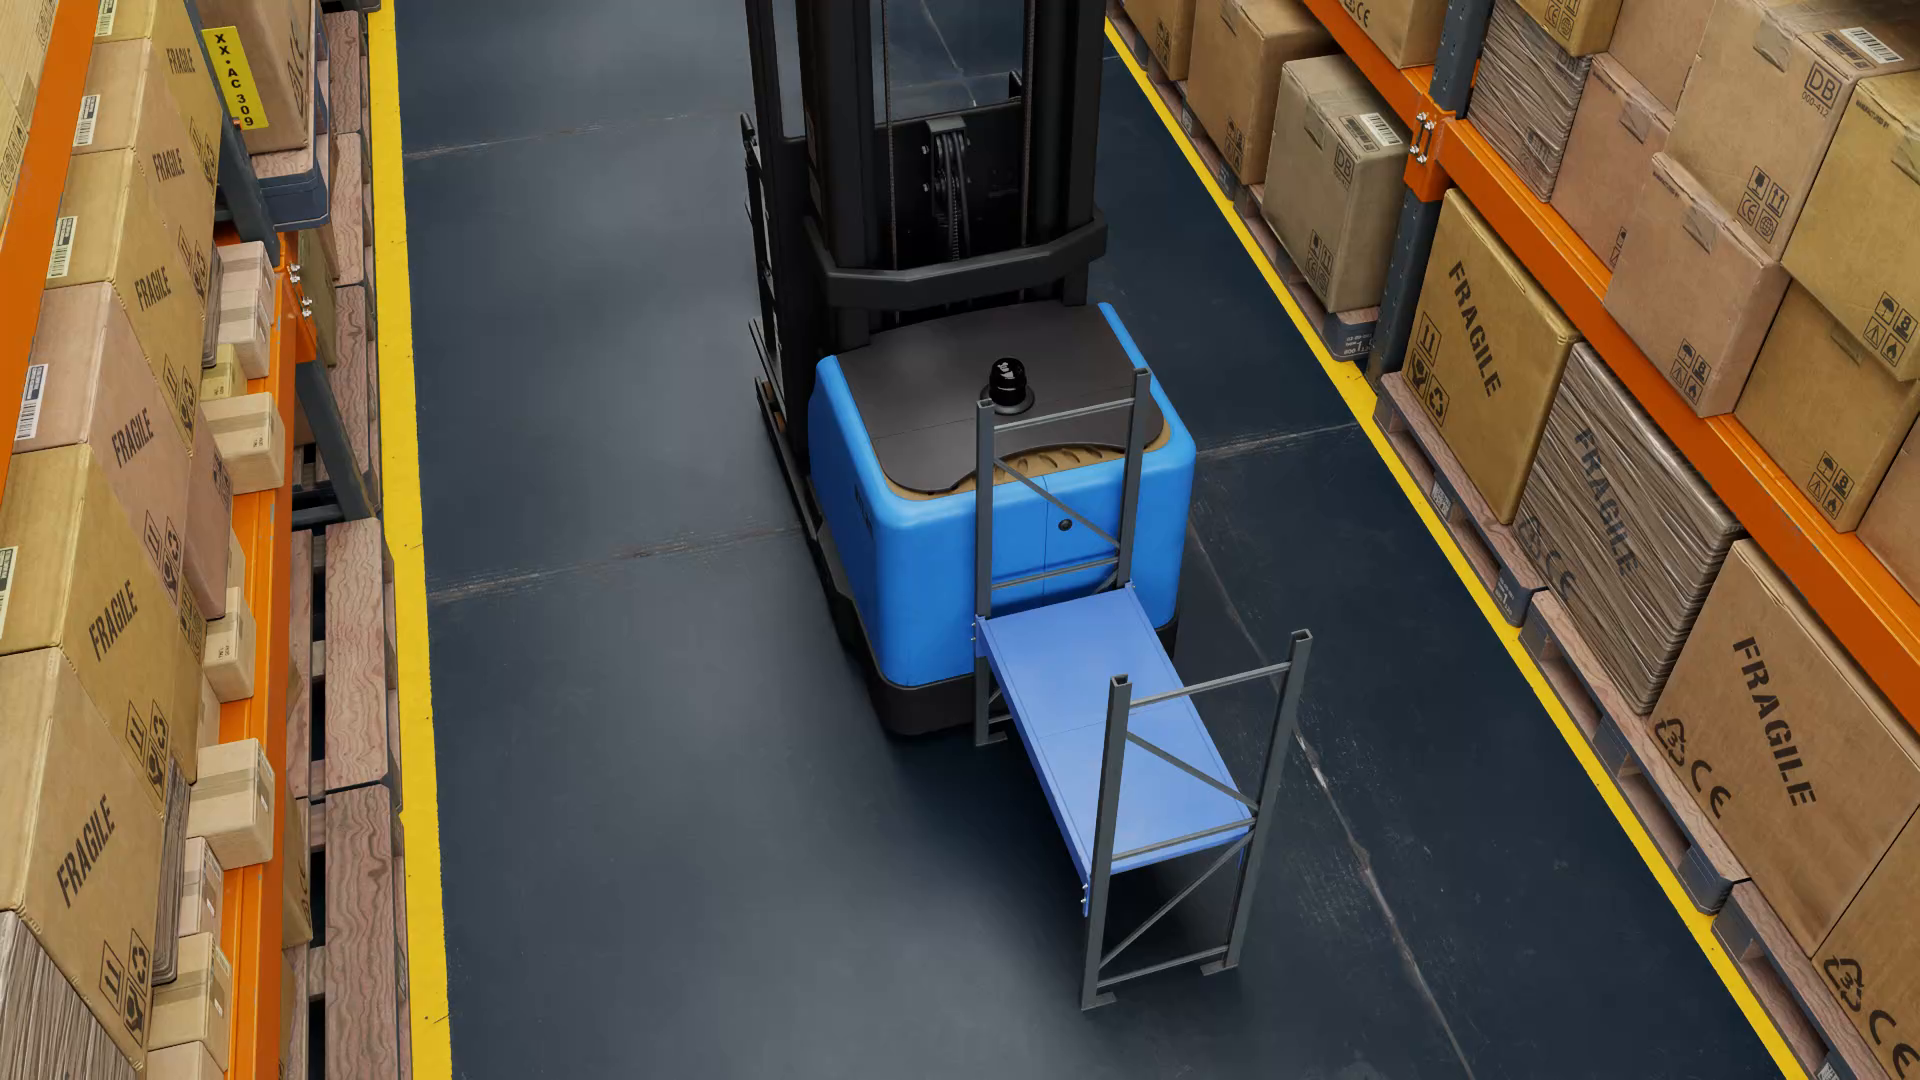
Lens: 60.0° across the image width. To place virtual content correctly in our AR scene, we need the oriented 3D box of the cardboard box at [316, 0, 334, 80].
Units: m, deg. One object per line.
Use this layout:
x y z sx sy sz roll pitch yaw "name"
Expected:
-3.477 -2.520 8.062 0.700 0.500 0.500 -13 47 -12 "cardboard box"

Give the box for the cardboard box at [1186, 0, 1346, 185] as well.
1.688 -2.214 7.601 1.050 0.750 0.750 -11 47 -10 "cardboard box"

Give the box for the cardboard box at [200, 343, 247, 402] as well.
-2.244 -0.398 4.716 0.380 0.149 0.250 -11 47 -10 "cardboard box"

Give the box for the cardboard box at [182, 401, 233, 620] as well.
-2.269 -0.077 3.947 0.875 0.500 0.500 -11 47 -10 "cardboard box"

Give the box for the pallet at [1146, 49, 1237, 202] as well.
1.591 -2.162 8.221 1.003 0.211 1.213 -11 47 -10 "pallet"

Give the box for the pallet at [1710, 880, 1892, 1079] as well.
2.921 1.424 4.706 1.003 0.211 1.213 -11 47 -10 "pallet"

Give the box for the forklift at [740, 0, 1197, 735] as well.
-0.186 -1.452 5.621 1.130 2.935 3.031 -13 47 -12 "forklift"

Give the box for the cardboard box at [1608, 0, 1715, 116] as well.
2.491 -1.587 4.844 0.875 0.550 0.550 -11 47 -10 "cardboard box"

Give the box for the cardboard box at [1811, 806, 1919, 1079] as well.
2.963 1.127 4.239 0.875 0.875 0.875 -10 47 -10 "cardboard box"

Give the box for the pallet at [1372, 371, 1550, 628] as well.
2.296 -0.260 6.357 1.003 0.211 1.213 -11 47 -10 "pallet"

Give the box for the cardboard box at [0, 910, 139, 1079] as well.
-1.497 0.904 2.285 0.500 0.500 0.500 -11 47 -10 "cardboard box"

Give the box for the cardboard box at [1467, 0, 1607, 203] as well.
2.283 -1.576 5.589 0.875 0.550 0.550 -11 47 -10 "cardboard box"

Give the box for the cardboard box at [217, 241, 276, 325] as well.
-2.304 -0.756 5.066 0.380 0.149 0.250 -11 47 -10 "cardboard box"

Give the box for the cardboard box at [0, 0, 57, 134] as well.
-2.015 -0.956 3.091 0.500 0.250 0.500 -11 47 -11 "cardboard box"

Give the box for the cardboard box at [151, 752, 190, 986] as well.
-2.064 0.623 3.261 0.875 0.500 0.500 -11 47 -10 "cardboard box"

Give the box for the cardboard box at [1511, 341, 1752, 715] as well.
2.505 -0.110 5.451 0.875 0.875 0.875 -10 46 -10 "cardboard box"

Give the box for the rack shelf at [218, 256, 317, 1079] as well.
-2.132 0.694 3.973 1.077 0.370 4.000 -11 47 -10 "rack shelf"

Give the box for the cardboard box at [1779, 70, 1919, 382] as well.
2.640 -0.824 4.096 0.875 0.550 0.500 -11 47 -10 "cardboard box"

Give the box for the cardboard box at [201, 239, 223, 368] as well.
-2.588 -0.756 4.612 0.875 0.500 0.500 -11 47 -10 "cardboard box"

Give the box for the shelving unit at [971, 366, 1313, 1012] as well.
0.439 0.452 4.757 0.538 1.500 1.048 -13 47 -12 "shelving unit"

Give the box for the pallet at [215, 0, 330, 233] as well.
-2.699 -1.426 5.681 1.003 0.211 1.213 -11 47 -10 "pallet"

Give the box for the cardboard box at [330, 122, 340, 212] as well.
-3.171 -1.750 7.307 0.700 0.500 0.500 -7 46 -7 "cardboard box"

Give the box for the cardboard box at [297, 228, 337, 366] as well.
-2.884 -0.978 6.551 0.700 0.500 0.500 -11 47 -11 "cardboard box"

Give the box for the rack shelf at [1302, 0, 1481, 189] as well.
1.665 -2.905 7.500 1.077 0.370 4.000 -11 47 -10 "rack shelf"

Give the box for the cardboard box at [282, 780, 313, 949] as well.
-2.191 0.881 4.742 0.500 0.500 0.500 -15 47 -14 "cardboard box"

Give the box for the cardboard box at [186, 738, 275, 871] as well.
-1.752 0.617 3.721 0.380 0.149 0.250 -11 47 -10 "cardboard box"

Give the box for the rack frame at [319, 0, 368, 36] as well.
-3.668 -3.700 7.776 1.000 3.000 0.127 -11 47 -10 "rack frame"

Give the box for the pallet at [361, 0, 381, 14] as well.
-3.797 -3.282 9.319 1.003 0.211 1.213 -11 47 -10 "pallet"

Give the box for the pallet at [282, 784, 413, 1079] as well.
-2.122 1.339 4.790 1.003 0.211 1.213 -11 47 -10 "pallet"

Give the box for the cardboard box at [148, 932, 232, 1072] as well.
-1.698 0.977 3.369 0.380 0.149 0.250 -11 47 -10 "cardboard box"

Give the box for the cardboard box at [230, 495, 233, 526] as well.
-2.135 -0.049 4.374 0.380 0.149 0.250 -11 47 -10 "cardboard box"

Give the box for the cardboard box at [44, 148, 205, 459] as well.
-2.006 -0.477 3.639 0.500 0.500 0.500 -11 47 -10 "cardboard box"

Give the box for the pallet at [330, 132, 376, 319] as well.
-3.160 -1.344 7.419 1.003 0.211 1.213 -11 47 -10 "pallet"

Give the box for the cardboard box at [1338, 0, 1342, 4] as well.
1.656 -2.471 6.501 0.500 0.500 0.500 -11 47 -11 "cardboard box"

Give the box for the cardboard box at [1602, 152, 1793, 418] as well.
2.470 -0.806 4.834 0.875 0.550 0.550 -11 47 -10 "cardboard box"

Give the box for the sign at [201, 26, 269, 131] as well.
-2.121 -1.346 4.863 0.100 0.325 0.005 -11 47 -10 "sign"

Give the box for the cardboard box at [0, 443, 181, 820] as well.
-1.748 0.213 2.963 0.500 0.500 0.500 -11 47 -10 "cardboard box"

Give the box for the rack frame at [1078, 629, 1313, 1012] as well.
0.590 0.798 4.417 0.500 1.500 0.032 -13 47 -12 "rack frame"

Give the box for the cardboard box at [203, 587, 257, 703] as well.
-1.935 0.282 4.049 0.380 0.149 0.250 -11 47 -10 "cardboard box"

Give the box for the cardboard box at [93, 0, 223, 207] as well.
-2.262 -1.167 4.315 0.500 0.500 0.500 -11 47 -10 "cardboard box"

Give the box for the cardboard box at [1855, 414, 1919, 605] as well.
2.878 -0.100 4.143 0.875 0.550 0.550 -11 47 -10 "cardboard box"
